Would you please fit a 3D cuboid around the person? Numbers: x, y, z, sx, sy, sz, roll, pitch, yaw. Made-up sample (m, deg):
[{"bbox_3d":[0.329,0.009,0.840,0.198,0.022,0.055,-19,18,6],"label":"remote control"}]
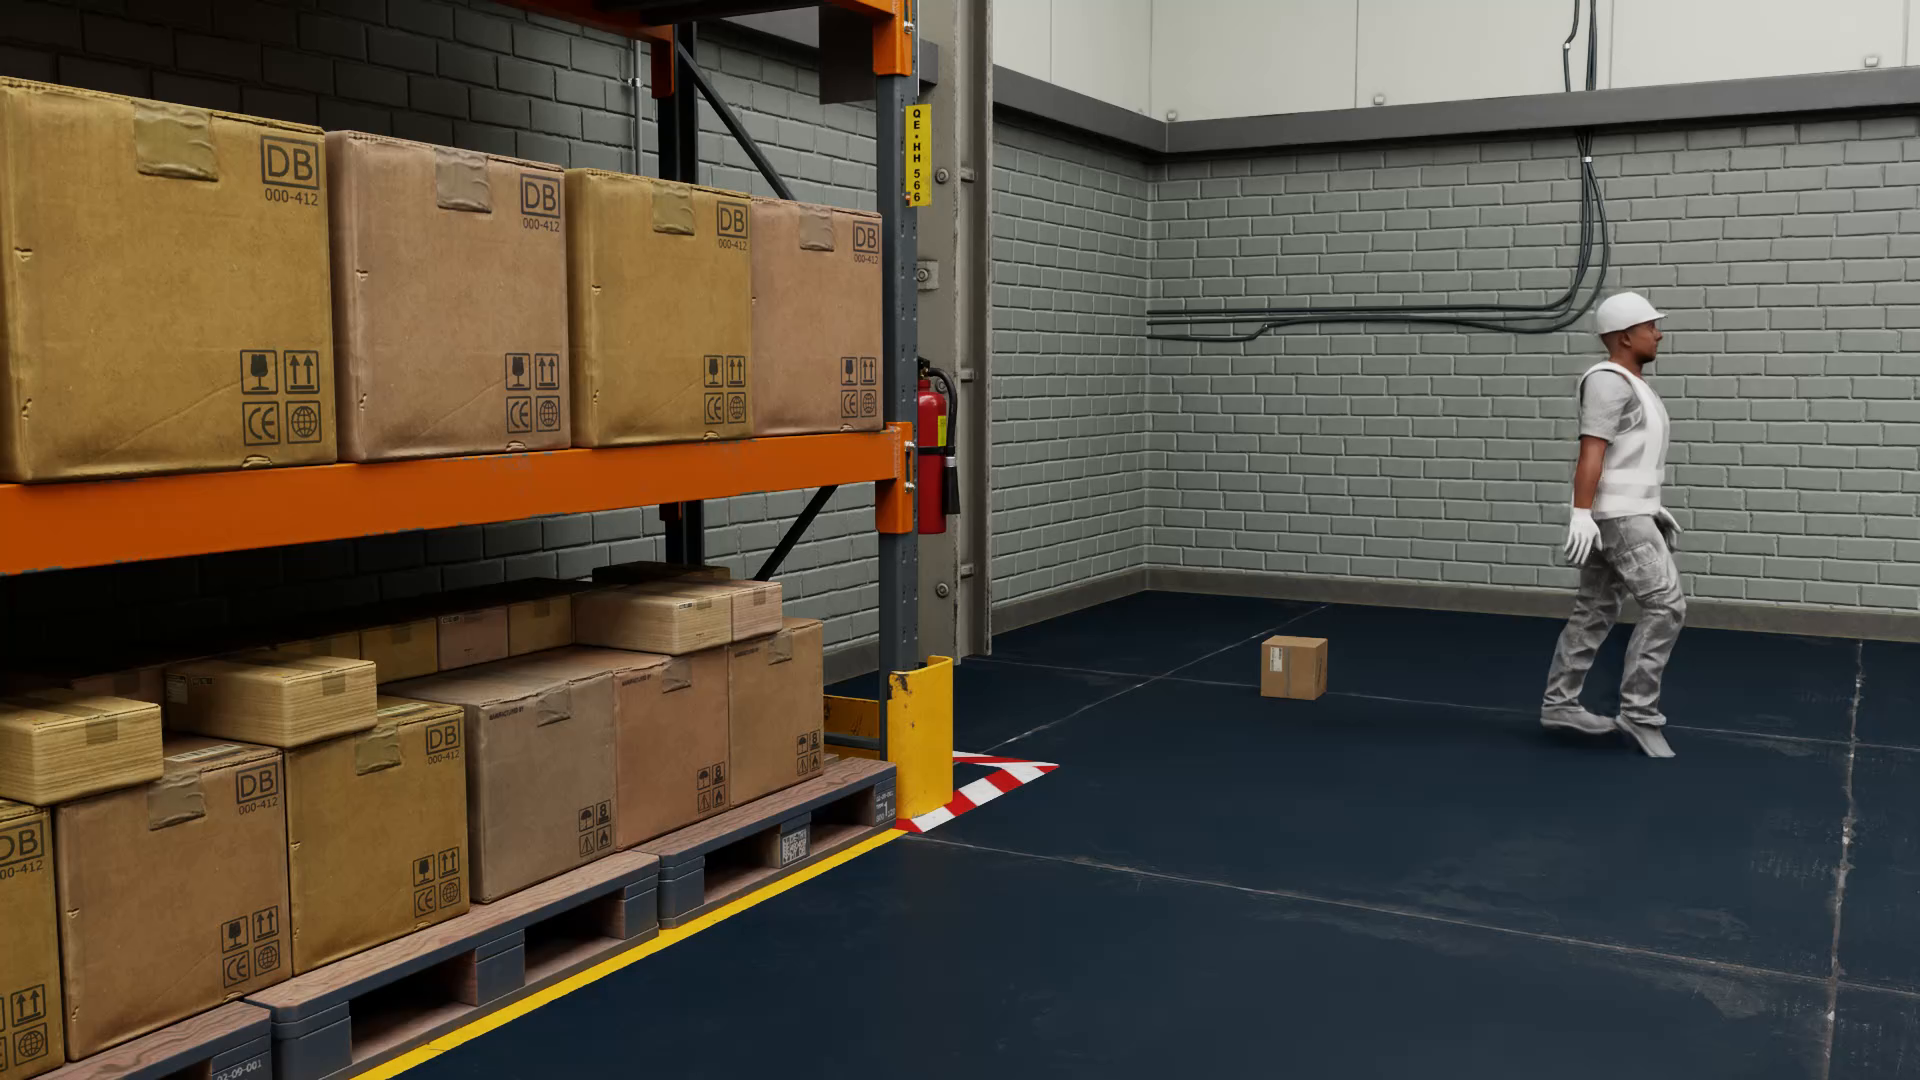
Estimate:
[{"bbox_3d":[2.607,-0.041,6.586,0.550,1.863,0.657,3,7,26],"label":"person"}]
